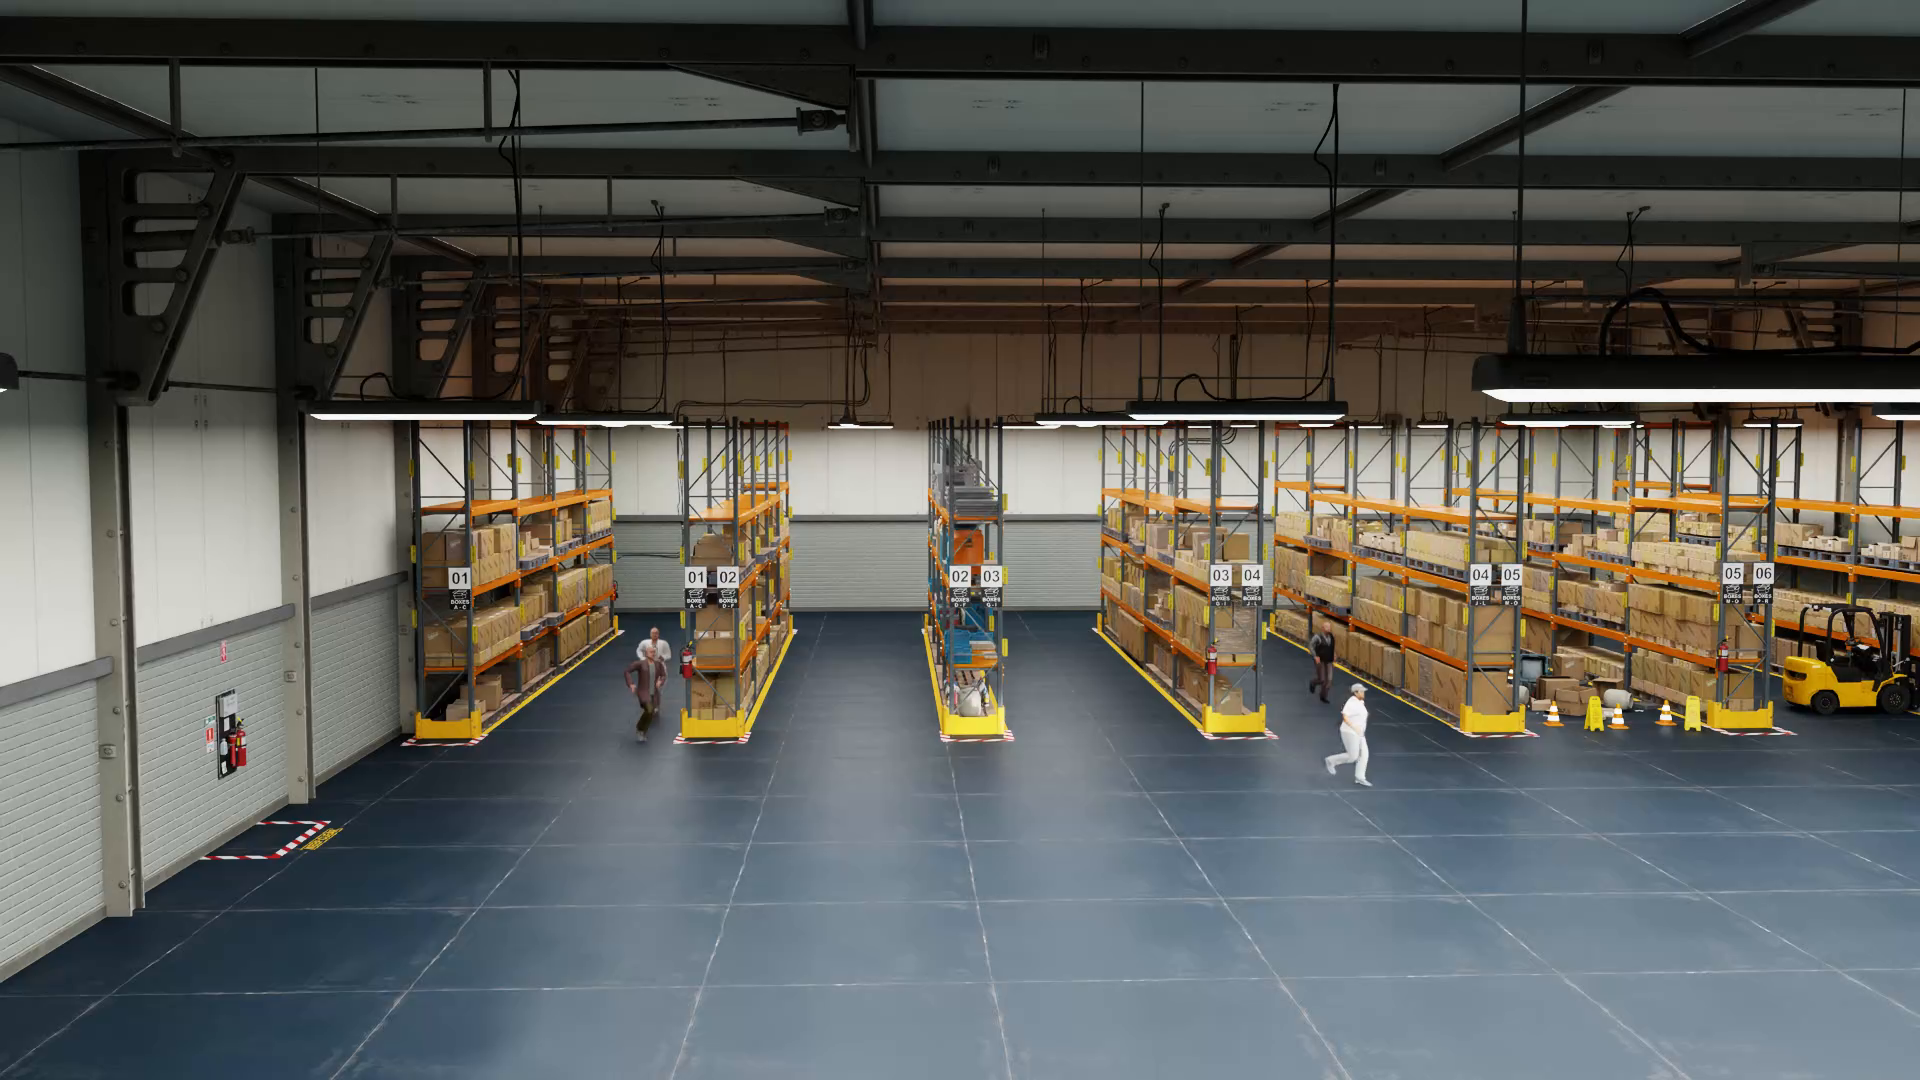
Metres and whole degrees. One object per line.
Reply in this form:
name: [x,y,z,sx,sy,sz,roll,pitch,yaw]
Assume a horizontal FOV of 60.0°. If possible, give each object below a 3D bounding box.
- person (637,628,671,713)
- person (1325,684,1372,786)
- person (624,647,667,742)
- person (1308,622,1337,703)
person: [-6.133,2.672,33.350,0.681,1.837,0.829,-1,4,-11]
person: [6.367,3.153,27.100,0.782,1.654,0.631,2,4,31]
person: [-5.755,2.845,30.733,0.626,1.737,0.723,4,5,44]
person: [7.720,2.586,35.359,0.679,1.694,0.675,-1,4,-21]
